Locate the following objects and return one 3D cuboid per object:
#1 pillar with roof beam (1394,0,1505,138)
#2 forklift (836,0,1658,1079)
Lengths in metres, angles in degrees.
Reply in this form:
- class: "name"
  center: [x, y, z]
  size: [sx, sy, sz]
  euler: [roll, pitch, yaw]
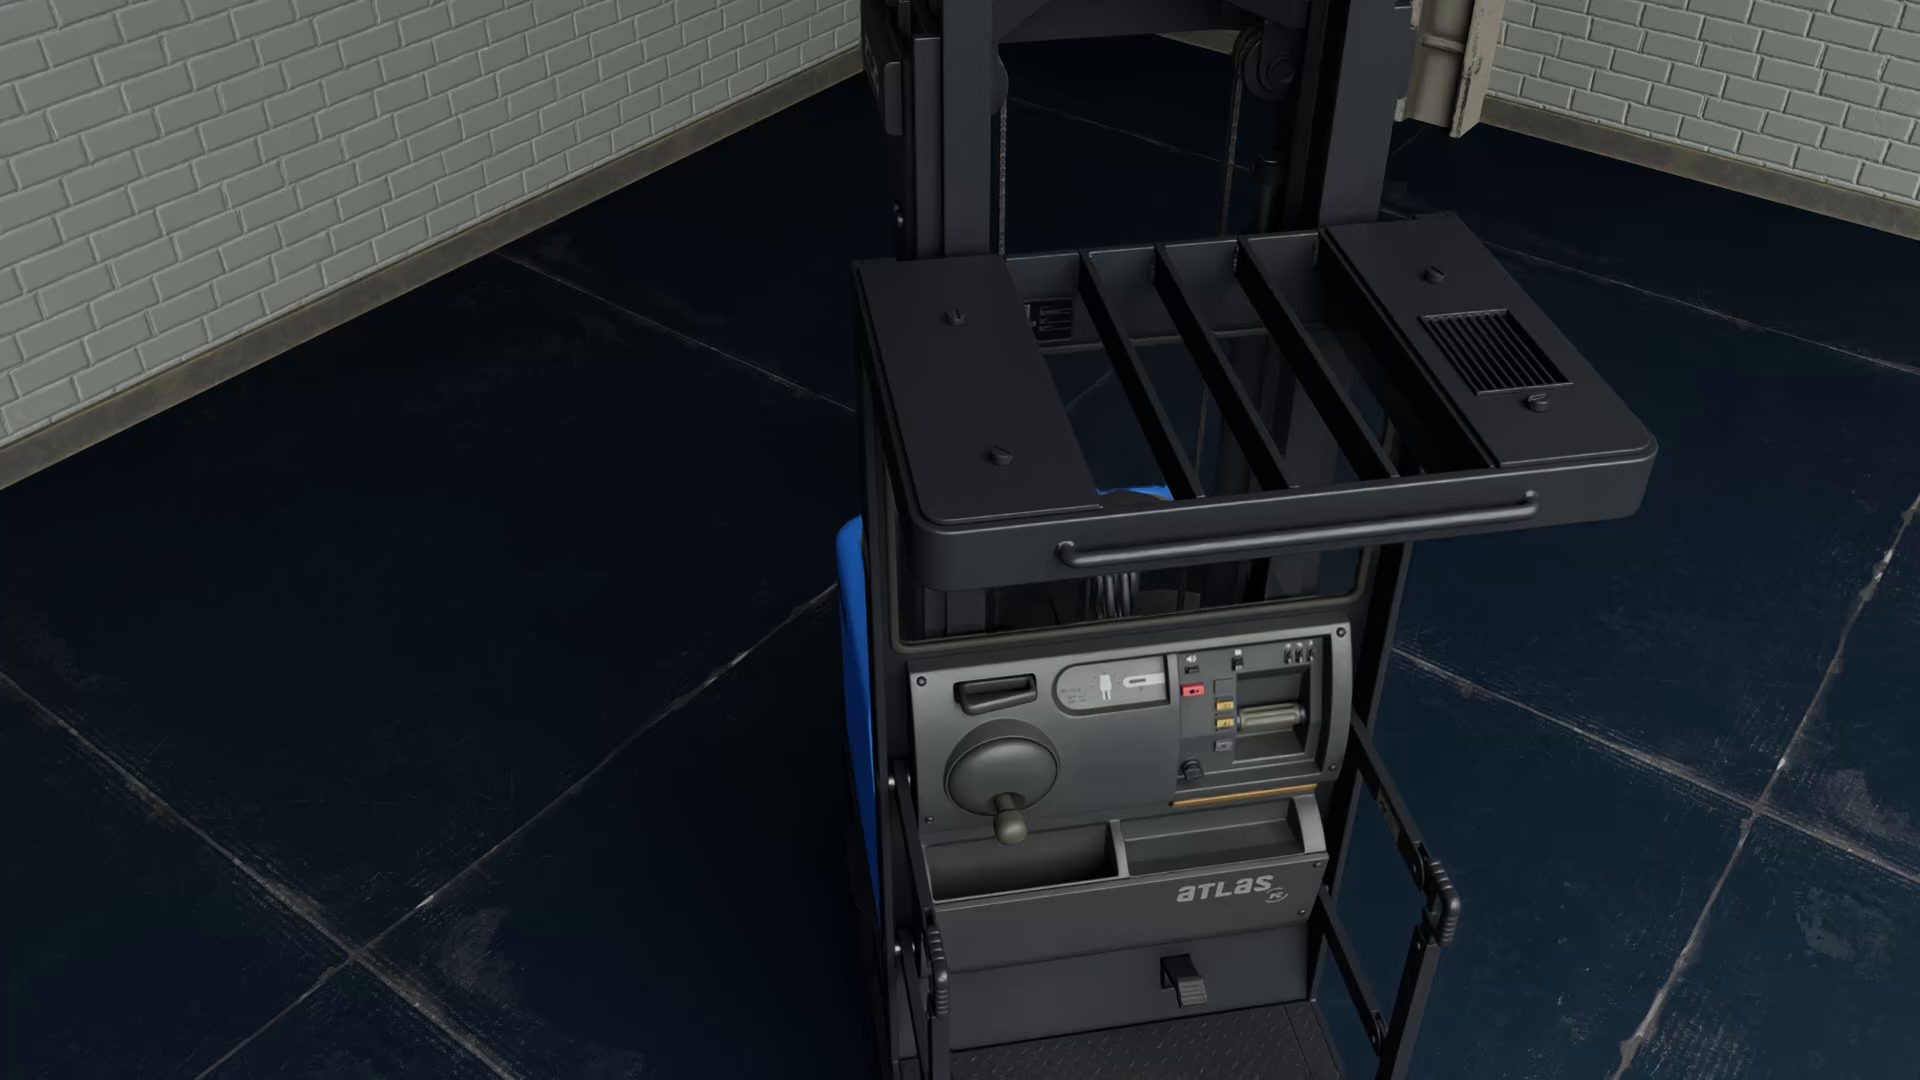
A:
- class: "pillar with roof beam"
  center: [0.027, -3.767, 3.762]
  size: [0.400, 9.000, 9.100]
  euler: [25, 45, 29]
- class: "forklift"
  center: [0.399, 0.464, 3.279]
  size: [1.130, 2.935, 3.031]
  euler: [-6, 38, -8]
